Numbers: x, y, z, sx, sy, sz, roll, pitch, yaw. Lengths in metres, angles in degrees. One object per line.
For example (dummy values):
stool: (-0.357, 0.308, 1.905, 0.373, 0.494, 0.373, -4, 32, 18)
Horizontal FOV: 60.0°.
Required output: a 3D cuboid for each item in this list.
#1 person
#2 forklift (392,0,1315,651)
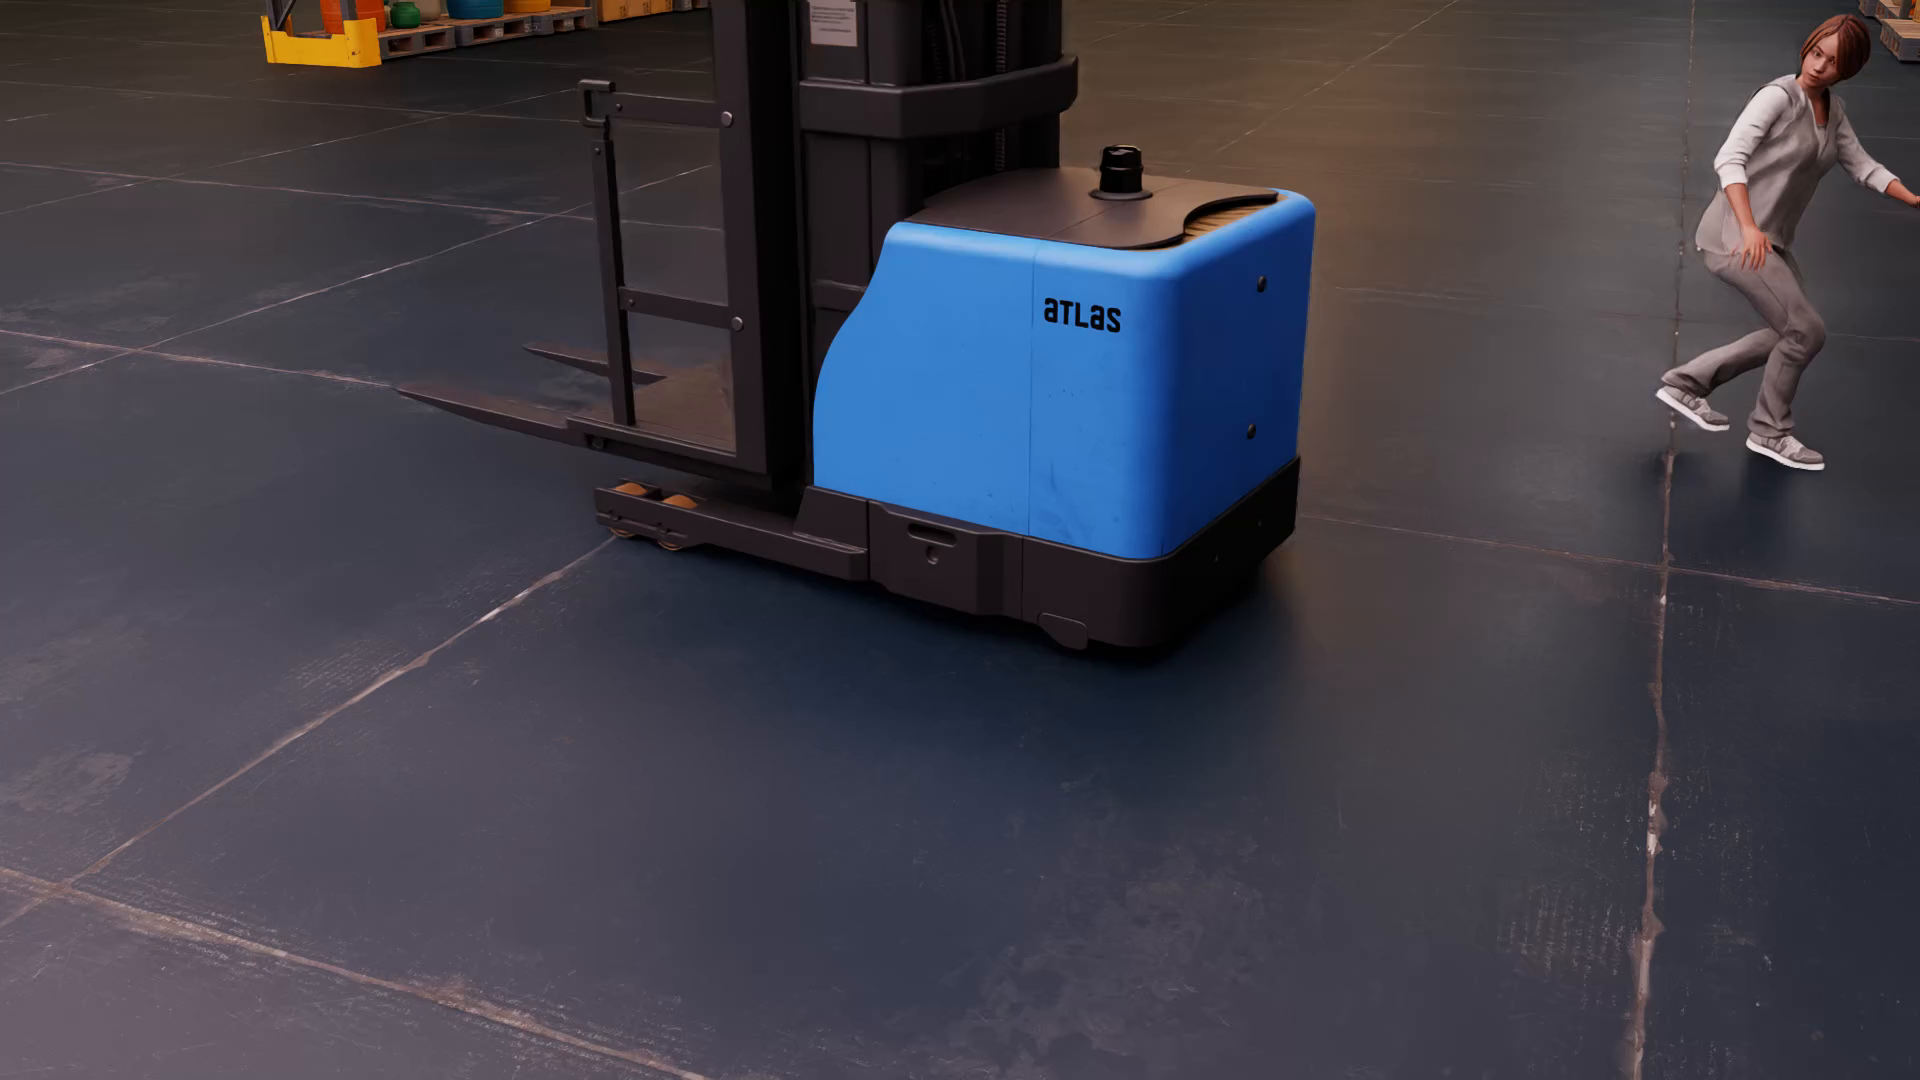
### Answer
person: (2.746, -0.941, 5.463, 0.758, 1.466, 0.738, 20, 30, 39)
forklift: (-0.519, -1.476, 4.824, 3.031, 2.935, 1.130, 14, 26, 29)
